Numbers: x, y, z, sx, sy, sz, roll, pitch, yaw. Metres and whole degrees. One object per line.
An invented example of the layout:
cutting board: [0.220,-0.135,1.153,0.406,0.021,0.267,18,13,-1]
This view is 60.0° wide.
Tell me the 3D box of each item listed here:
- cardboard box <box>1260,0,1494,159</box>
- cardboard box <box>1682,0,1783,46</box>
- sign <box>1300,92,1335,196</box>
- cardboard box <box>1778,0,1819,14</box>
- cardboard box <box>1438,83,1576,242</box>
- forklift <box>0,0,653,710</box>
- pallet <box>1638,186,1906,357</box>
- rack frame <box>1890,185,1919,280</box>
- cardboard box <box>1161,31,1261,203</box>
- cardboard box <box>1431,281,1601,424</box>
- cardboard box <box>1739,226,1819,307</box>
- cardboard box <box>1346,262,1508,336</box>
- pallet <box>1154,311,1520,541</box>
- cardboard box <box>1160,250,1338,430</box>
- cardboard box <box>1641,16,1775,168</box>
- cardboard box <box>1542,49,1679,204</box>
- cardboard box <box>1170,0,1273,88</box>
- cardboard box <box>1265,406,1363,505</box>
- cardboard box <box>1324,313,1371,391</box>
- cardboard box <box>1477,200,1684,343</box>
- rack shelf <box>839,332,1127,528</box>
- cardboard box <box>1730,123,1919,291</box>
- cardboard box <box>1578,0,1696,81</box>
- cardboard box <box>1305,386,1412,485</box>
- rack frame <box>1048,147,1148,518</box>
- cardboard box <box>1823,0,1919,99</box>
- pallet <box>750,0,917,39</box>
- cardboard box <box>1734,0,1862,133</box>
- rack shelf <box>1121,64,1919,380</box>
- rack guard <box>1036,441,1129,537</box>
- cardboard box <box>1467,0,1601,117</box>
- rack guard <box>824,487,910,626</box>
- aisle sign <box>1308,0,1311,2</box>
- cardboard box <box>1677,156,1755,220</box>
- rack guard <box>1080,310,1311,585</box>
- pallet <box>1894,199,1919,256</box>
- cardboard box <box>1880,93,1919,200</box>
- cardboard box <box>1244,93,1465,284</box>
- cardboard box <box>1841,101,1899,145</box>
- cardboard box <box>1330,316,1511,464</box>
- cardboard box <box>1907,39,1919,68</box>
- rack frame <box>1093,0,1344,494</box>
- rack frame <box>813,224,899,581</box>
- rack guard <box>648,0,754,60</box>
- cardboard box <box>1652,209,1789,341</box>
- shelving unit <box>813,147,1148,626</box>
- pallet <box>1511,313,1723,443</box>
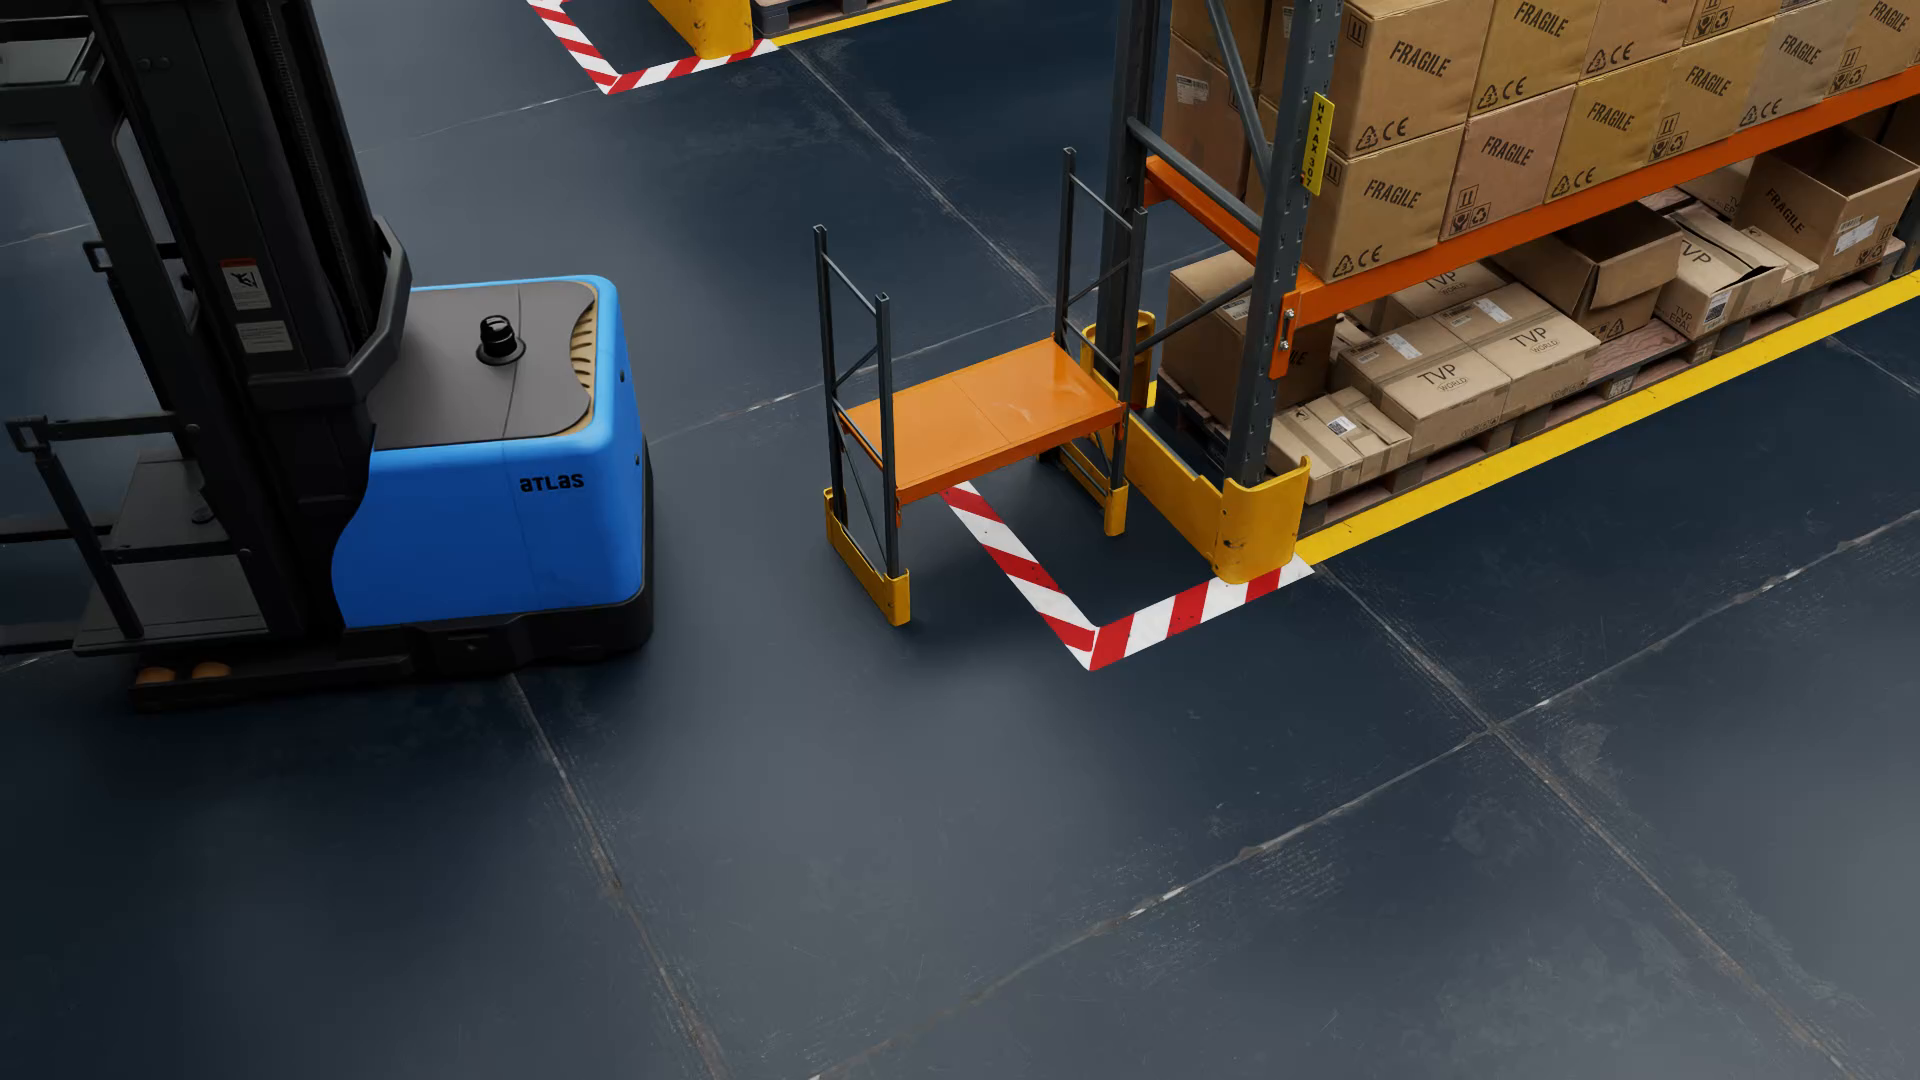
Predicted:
cardboard box: [1.373,-1.659,5.515,0.500,0.500,0.500,-20,48,-20]
cardboard box: [2.699,-2.192,6.065,0.500,0.500,0.500,-22,48,-21]
sign: [1.127,-1.252,5.265,0.005,0.325,0.100,-22,48,-21]
cardboard box: [3.136,-2.366,6.244,0.500,0.500,0.500,-21,48,-21]
cardboard box: [1.818,-1.482,6.051,0.500,0.500,0.500,-22,48,-21]
forklift: [-2.720,-0.822,5.492,3.031,2.935,1.130,-5,44,-5]
pallet: [3.729,-1.418,8.060,1.213,0.211,1.003,-22,48,-21]
rack frame: [4.325,-2.657,7.334,0.127,3.000,1.000,-22,48,-21]
cardboard box: [1.110,-1.625,6.199,0.500,0.500,0.500,-20,48,-20]
cardboard box: [2.337,-0.805,7.084,0.500,0.250,0.500,-22,48,-21]
cardboard box: [3.677,-1.256,7.622,0.250,0.149,0.380,-22,48,-21]
cardboard box: [2.044,-1.089,7.377,0.500,0.250,0.500,-22,48,-21]
pallet: [1.614,-0.572,7.188,1.213,0.211,1.003,-22,48,-21]
cardboard box: [1.206,-0.867,6.969,0.500,0.500,0.500,-22,48,-21]
cardboard box: [2.689,-1.827,6.407,0.500,0.500,0.500,-21,48,-20]
cardboard box: [2.254,-1.654,6.229,0.500,0.500,0.500,-22,48,-21]
cardboard box: [1.106,-1.984,5.851,0.500,0.500,0.500,-22,48,-21]
cardboard box: [1.391,-0.342,6.679,0.250,0.149,0.380,-22,48,-21]
cardboard box: [1.602,-0.834,7.174,0.250,0.166,0.380,-22,48,-21]
cardboard box: [2.699,-1.264,7.375,0.637,0.503,0.797,-22,48,-21]
rack shelf: [0.074,-0.439,6.383,1.000,0.185,0.538,-22,48,-21]
cardboard box: [3.973,-1.549,7.671,0.500,0.500,0.500,-22,48,-21]
cardboard box: [2.259,-2.015,5.883,0.500,0.500,0.500,-21,48,-20]
cardboard box: [1.608,-0.435,6.763,0.250,0.166,0.380,-22,48,-21]
rack frame: [0.515,-0.744,6.440,0.032,1.500,0.500,-22,48,-21]
cardboard box: [3.573,-2.185,6.776,0.500,0.500,0.500,-21,48,-20]
pallet: [-0.873,-3.524,10.229,1.213,0.211,1.003,-22,48,-21]
cardboard box: [3.129,-2.005,6.590,0.500,0.500,0.500,-21,48,-20]
rack shelf: [2.591,-1.705,6.869,4.000,0.370,1.077,-22,48,-21]
rack guard: [0.498,-0.289,6.868,0.087,0.250,0.587,-22,48,-21]
cardboard box: [1.823,-1.844,5.707,0.500,0.500,0.500,-21,48,-21]
rack guard: [-0.366,0.057,6.512,0.087,0.250,0.587,-22,48,-21]
aisle sign: [0.944,-2.001,4.791,0.004,0.787,0.394,-22,48,-21]
cardboard box: [3.854,-1.835,8.102,0.500,0.311,0.500,-22,48,-21]
rack guard: [0.923,-0.398,6.802,0.348,0.500,1.175,-22,48,-21]
pallet: [5.012,-1.961,8.619,1.213,0.211,1.003,-22,48,-21]
cardboard box: [4.866,-1.938,8.073,0.500,0.500,0.500,-24,49,-23]
cardboard box: [1.373,-1.300,5.864,0.500,0.500,0.500,-21,48,-20]
cardboard box: [4.610,-2.262,8.406,0.500,0.500,0.500,-22,48,-21]
cardboard box: [1.903,-0.631,6.905,0.500,0.250,0.500,-22,48,-21]
cardboard box: [4.020,-2.364,6.961,0.500,0.500,0.500,-21,48,-20]
rack frame: [0.857,-1.269,5.904,0.127,3.000,1.000,-22,48,-21]
rack frame: [-0.367,-0.391,6.076,0.032,1.500,0.500,-22,48,-21]
rack guard: [-1.622,-3.348,9.841,0.348,0.500,1.175,-22,48,-21]
cardboard box: [3.322,-1.221,7.469,0.500,0.311,0.500,-22,48,-21]
shelving unit: [0.066,-0.565,6.255,1.083,1.500,0.587,-22,48,-21]
pallet: [2.670,-0.992,7.621,1.213,0.211,1.003,-22,48,-21]
